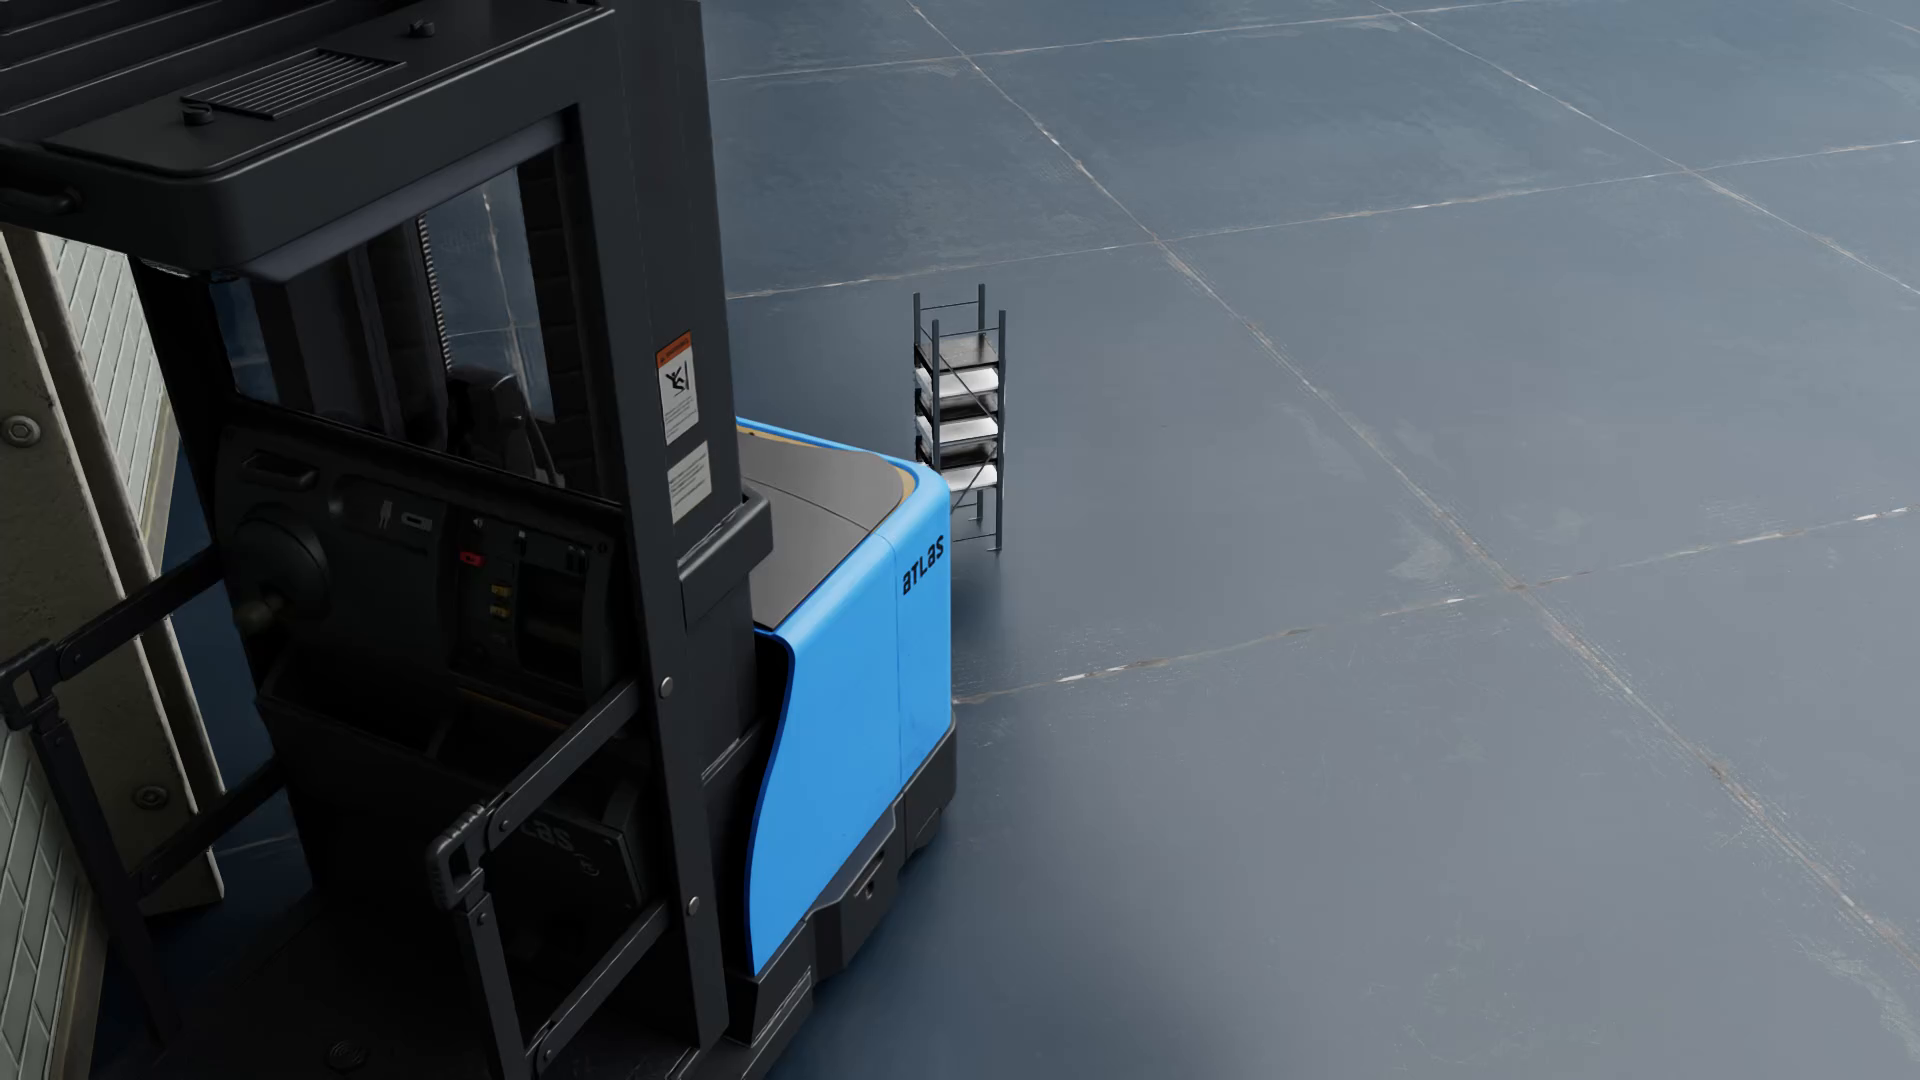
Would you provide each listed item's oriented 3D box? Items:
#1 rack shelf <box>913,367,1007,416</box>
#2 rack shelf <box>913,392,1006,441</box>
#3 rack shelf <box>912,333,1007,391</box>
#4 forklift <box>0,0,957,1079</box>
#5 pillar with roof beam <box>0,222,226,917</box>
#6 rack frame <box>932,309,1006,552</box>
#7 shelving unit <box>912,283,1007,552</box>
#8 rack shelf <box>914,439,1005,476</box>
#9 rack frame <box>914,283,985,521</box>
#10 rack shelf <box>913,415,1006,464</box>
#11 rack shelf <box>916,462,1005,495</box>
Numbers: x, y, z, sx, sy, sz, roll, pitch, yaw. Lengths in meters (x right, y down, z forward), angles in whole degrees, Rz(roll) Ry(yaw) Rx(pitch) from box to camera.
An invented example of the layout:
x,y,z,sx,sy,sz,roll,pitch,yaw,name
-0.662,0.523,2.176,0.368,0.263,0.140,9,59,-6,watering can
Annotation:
x,y,z,sx,sy,sz,roll,pitch,yaw,name
-0.002,-0.502,5.427,0.258,0.077,0.200,-10,35,-15,rack shelf
-0.002,-0.427,5.477,0.258,0.077,0.200,-10,35,-15,rack shelf
-0.002,-0.577,5.378,0.258,0.077,0.200,-10,35,-15,rack shelf
-1.117,0.110,2.924,1.130,2.935,3.031,15,36,22,forklift
1.973,-3.619,3.064,9.100,9.000,0.400,-10,35,-15,pillar with roof beam
0.029,-0.326,5.428,0.240,0.900,0.006,-10,35,-15,rack frame
-0.002,-0.380,5.508,0.258,0.900,0.210,-10,35,-15,shelving unit
-0.002,-0.277,5.576,0.258,0.077,0.200,-10,35,-15,rack shelf
-0.033,-0.433,5.589,0.240,0.900,0.006,-10,35,-15,rack frame
-0.002,-0.352,5.527,0.258,0.077,0.200,-10,35,-15,rack shelf
-0.002,-0.202,5.626,0.258,0.077,0.200,-10,35,-15,rack shelf
